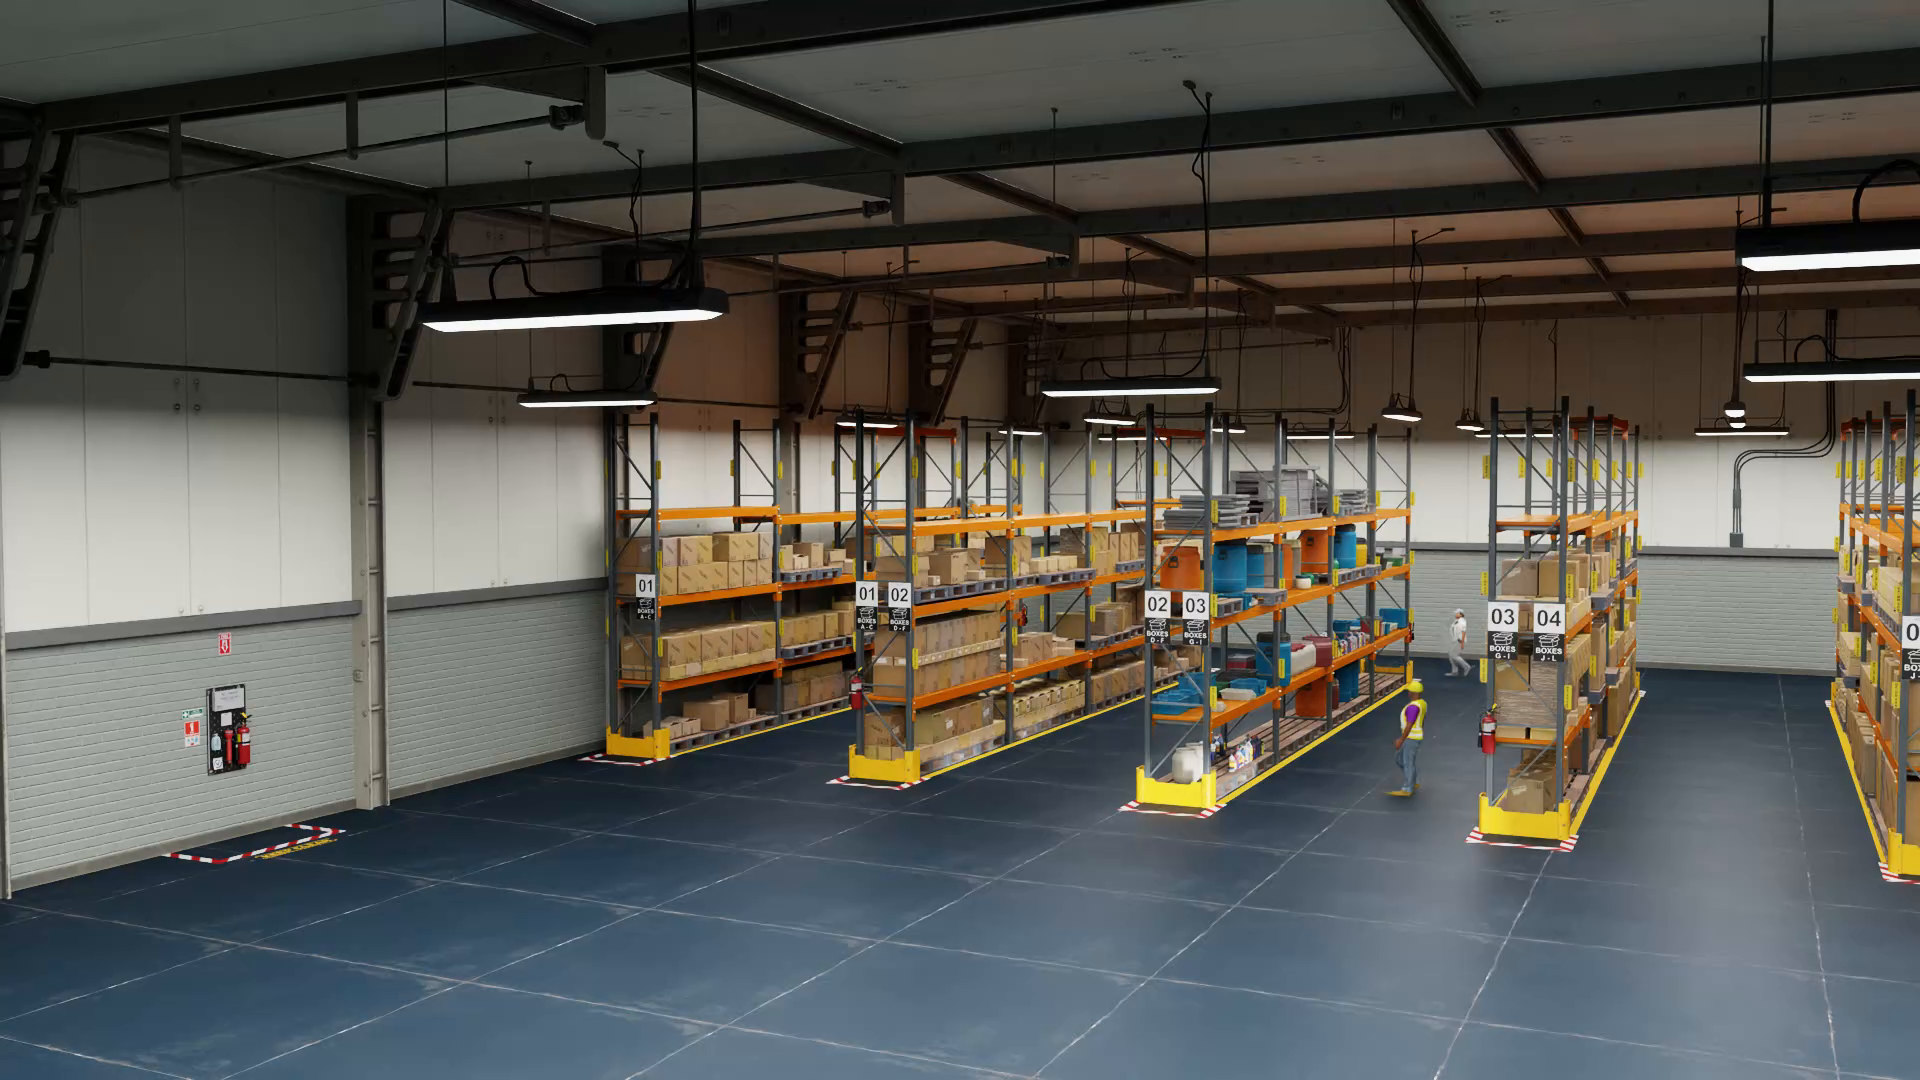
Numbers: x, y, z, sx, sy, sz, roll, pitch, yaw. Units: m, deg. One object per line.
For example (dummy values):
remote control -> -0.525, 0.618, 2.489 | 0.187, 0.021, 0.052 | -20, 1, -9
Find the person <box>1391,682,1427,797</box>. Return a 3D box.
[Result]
person -> 6.892, 3.064, 25.521 | 0.530, 1.792, 0.589 | 0, 2, 10

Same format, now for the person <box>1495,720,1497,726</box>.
person -> 10.626, 2.771, 32.754 | 0.477, 1.718, 0.551 | 0, 2, -7

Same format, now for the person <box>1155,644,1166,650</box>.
person -> 5.211, 2.367, 43.030 | 0.500, 1.675, 0.553 | 1, 2, 14

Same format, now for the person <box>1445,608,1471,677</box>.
person -> 12.036, 2.479, 40.167 | 0.522, 1.644, 0.497 | 0, 2, -4
